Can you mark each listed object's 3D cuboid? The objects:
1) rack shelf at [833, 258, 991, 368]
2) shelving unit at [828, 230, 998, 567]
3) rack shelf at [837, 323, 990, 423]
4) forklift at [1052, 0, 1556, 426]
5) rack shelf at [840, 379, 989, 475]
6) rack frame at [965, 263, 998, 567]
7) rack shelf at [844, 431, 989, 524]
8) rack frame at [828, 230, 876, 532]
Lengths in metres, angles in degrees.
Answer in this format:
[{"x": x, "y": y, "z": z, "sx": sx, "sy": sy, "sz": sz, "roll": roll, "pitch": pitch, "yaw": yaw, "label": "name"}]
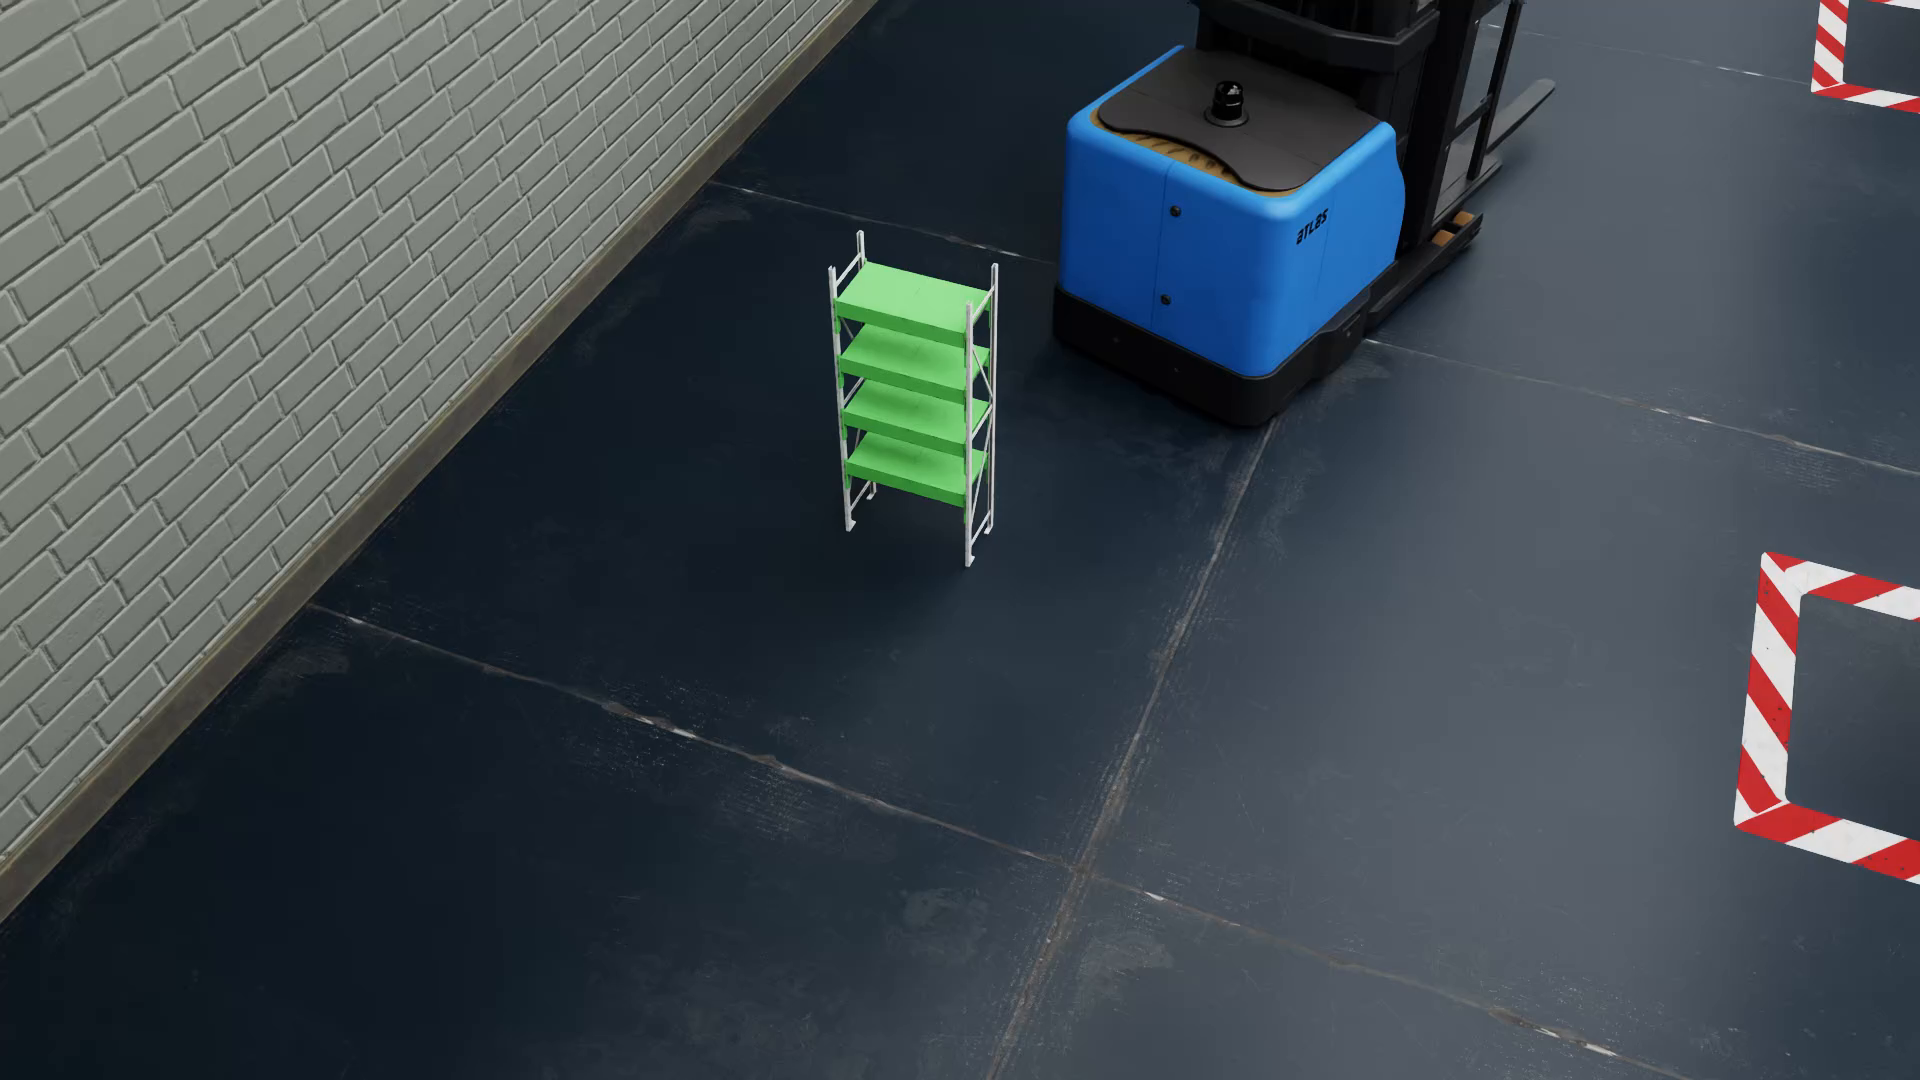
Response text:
[{"x": -0.153, "y": -0.765, "z": 5.579, "sx": 0.480, "sy": 0.148, "sz": 0.258, "roll": 16, "pitch": 47, "yaw": 16, "label": "rack shelf"}, {"x": -0.153, "y": -0.470, "z": 5.872, "sx": 0.503, "sy": 1.200, "sz": 0.258, "roll": 16, "pitch": 47, "yaw": 16, "label": "shelving unit"}, {"x": -0.153, "y": -0.595, "z": 5.748, "sx": 0.480, "sy": 0.148, "sz": 0.258, "roll": 16, "pitch": 47, "yaw": 16, "label": "rack shelf"}, {"x": 1.719, "y": -2.467, "z": 6.651, "sx": 1.130, "sy": 2.935, "sz": 3.031, "roll": 30, "pitch": 52, "yaw": 27, "label": "forklift"}, {"x": -0.153, "y": -0.425, "z": 5.917, "sx": 0.480, "sy": 0.148, "sz": 0.258, "roll": 16, "pitch": 47, "yaw": 16, "label": "rack shelf"}, {"x": 0.072, "y": -0.404, "z": 5.805, "sx": 0.015, "sy": 1.200, "sz": 0.240, "roll": 16, "pitch": 47, "yaw": 16, "label": "rack frame"}, {"x": -0.153, "y": -0.255, "z": 6.086, "sx": 0.480, "sy": 0.148, "sz": 0.258, "roll": 16, "pitch": 47, "yaw": 16, "label": "rack shelf"}, {"x": -0.378, "y": -0.537, "z": 5.939, "sx": 0.015, "sy": 1.200, "sz": 0.240, "roll": 16, "pitch": 47, "yaw": 16, "label": "rack frame"}]
